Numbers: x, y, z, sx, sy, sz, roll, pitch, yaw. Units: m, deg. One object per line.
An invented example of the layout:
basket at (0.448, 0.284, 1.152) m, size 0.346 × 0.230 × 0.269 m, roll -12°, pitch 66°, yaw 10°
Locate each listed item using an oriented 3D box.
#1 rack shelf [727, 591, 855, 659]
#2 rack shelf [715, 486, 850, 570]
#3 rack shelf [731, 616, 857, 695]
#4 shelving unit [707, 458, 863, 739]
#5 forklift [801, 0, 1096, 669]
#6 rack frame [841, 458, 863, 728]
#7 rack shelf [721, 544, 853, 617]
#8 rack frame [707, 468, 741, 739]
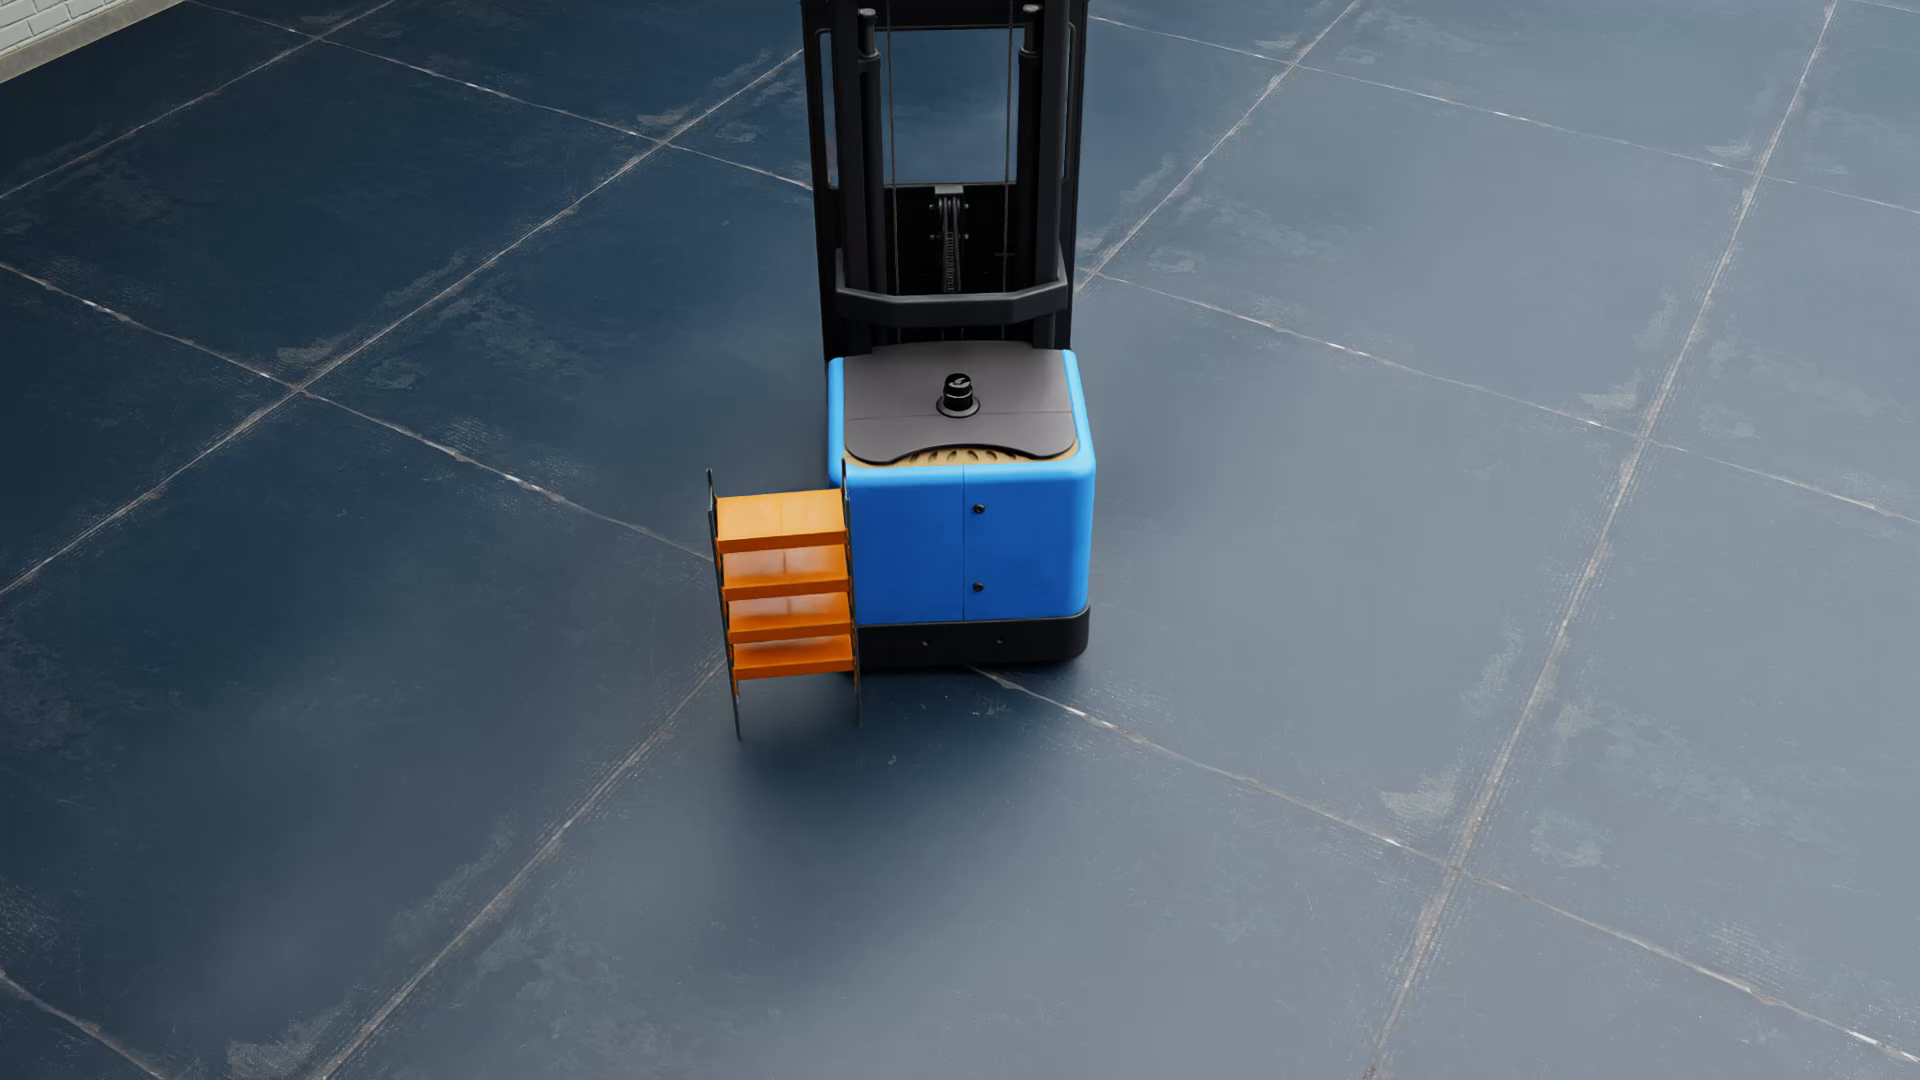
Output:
rack shelf at (-0.656, 0.299, 6.420) m, size 0.480 × 0.148 × 0.258 m, roll -5°, pitch 42°, yaw -5°
rack shelf at (-0.656, -0.046, 6.116) m, size 0.480 × 0.148 × 0.258 m, roll -5°, pitch 42°, yaw -5°
rack shelf at (-0.656, 0.448, 6.551) m, size 0.480 × 0.148 × 0.258 m, roll -5°, pitch 42°, yaw -5°
shelving unit at (-0.656, 0.249, 6.375) m, size 0.503 × 1.200 × 0.258 m, roll -5°, pitch 42°, yaw -5°
forklift at (-0.074, -1.531, 7.087) m, size 1.130 × 2.935 × 3.031 m, roll -2°, pitch 41°, yaw -3°
rack frame at (-0.414, 0.229, 6.398) m, size 0.015 × 1.200 × 0.240 m, roll -5°, pitch 42°, yaw -5°
rack shelf at (-0.656, 0.131, 6.272) m, size 0.480 × 0.148 × 0.258 m, roll -5°, pitch 42°, yaw -5°
rack frame at (-0.898, 0.268, 6.353) m, size 0.015 × 1.200 × 0.240 m, roll -5°, pitch 42°, yaw -5°
